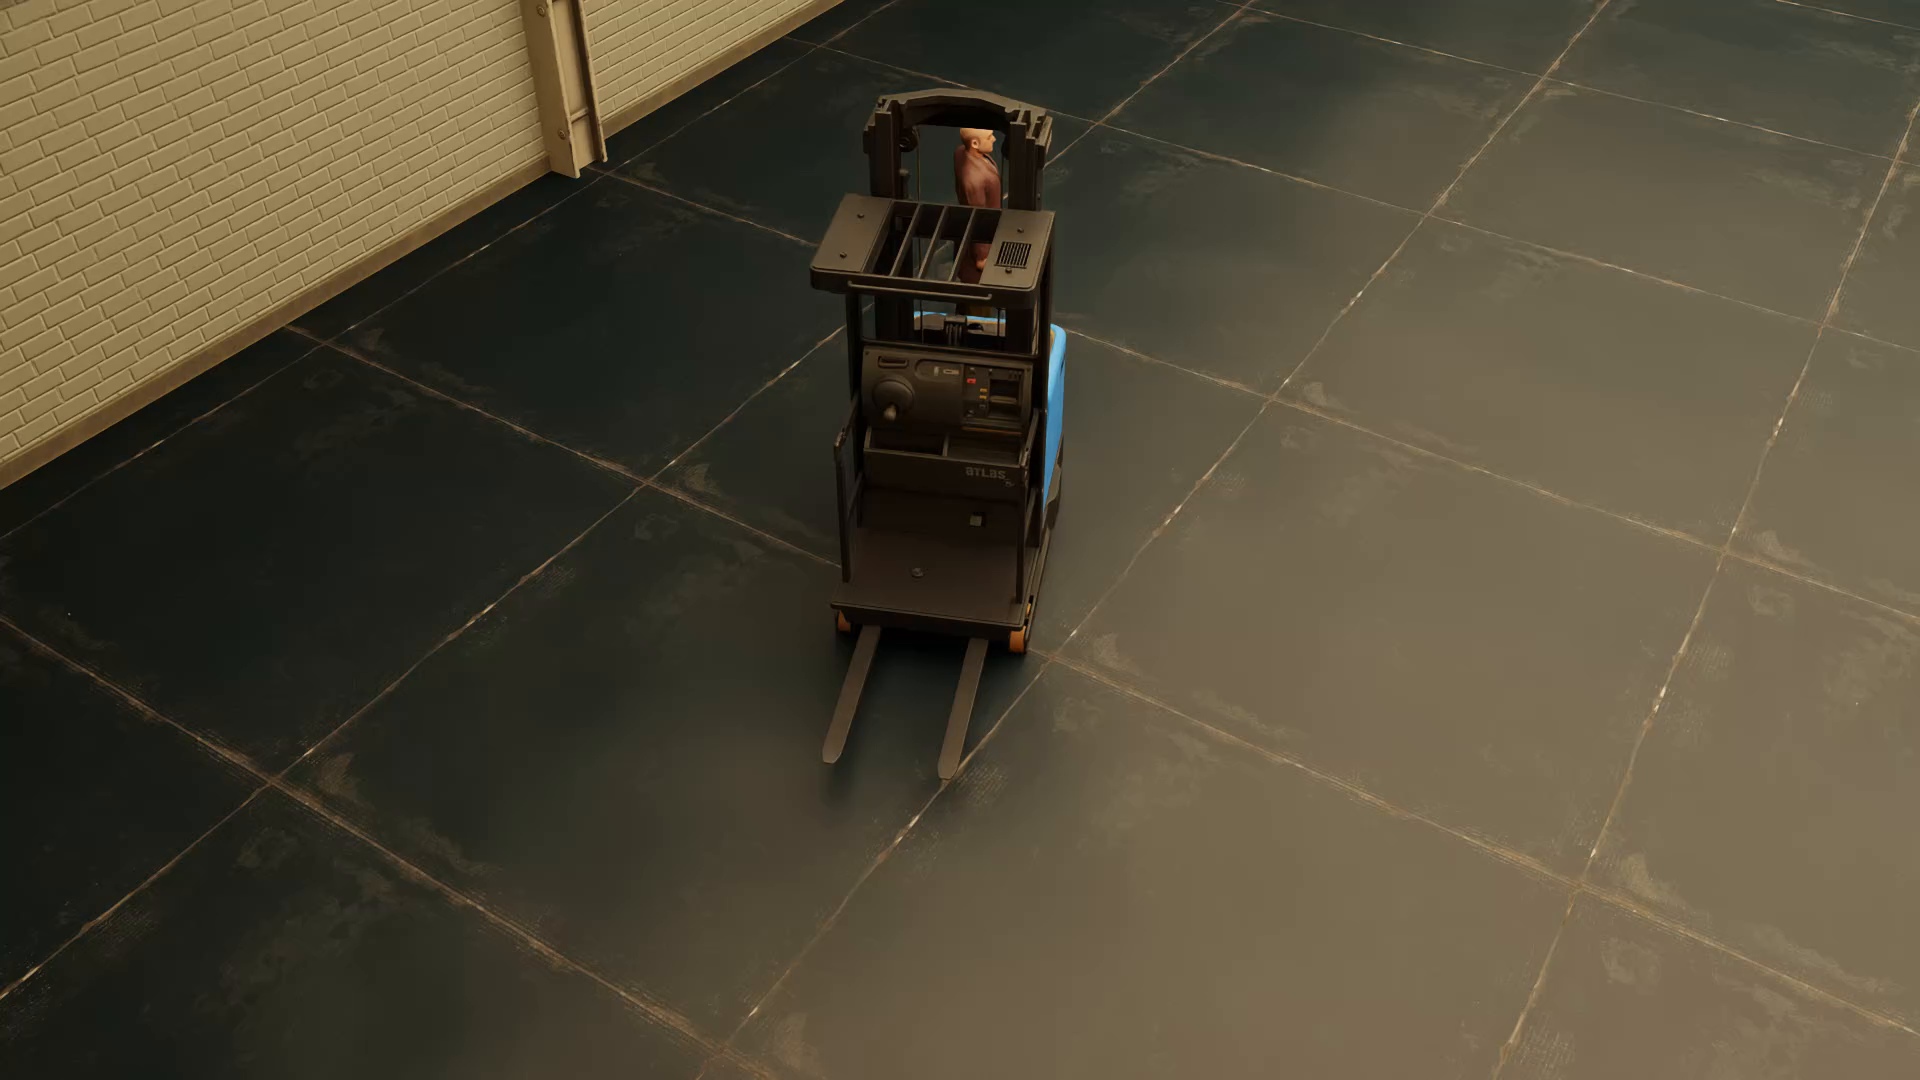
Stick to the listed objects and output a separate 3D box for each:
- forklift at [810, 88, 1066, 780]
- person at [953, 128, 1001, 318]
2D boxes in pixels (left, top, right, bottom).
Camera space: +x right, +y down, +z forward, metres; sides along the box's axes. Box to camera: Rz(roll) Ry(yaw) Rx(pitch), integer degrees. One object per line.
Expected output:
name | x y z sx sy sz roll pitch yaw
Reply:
forklift | -0.108 -0.731 8.830 1.130 2.935 3.031 7 41 8
person | 0.148 -1.953 11.318 0.375 1.578 0.558 -5 41 -6
